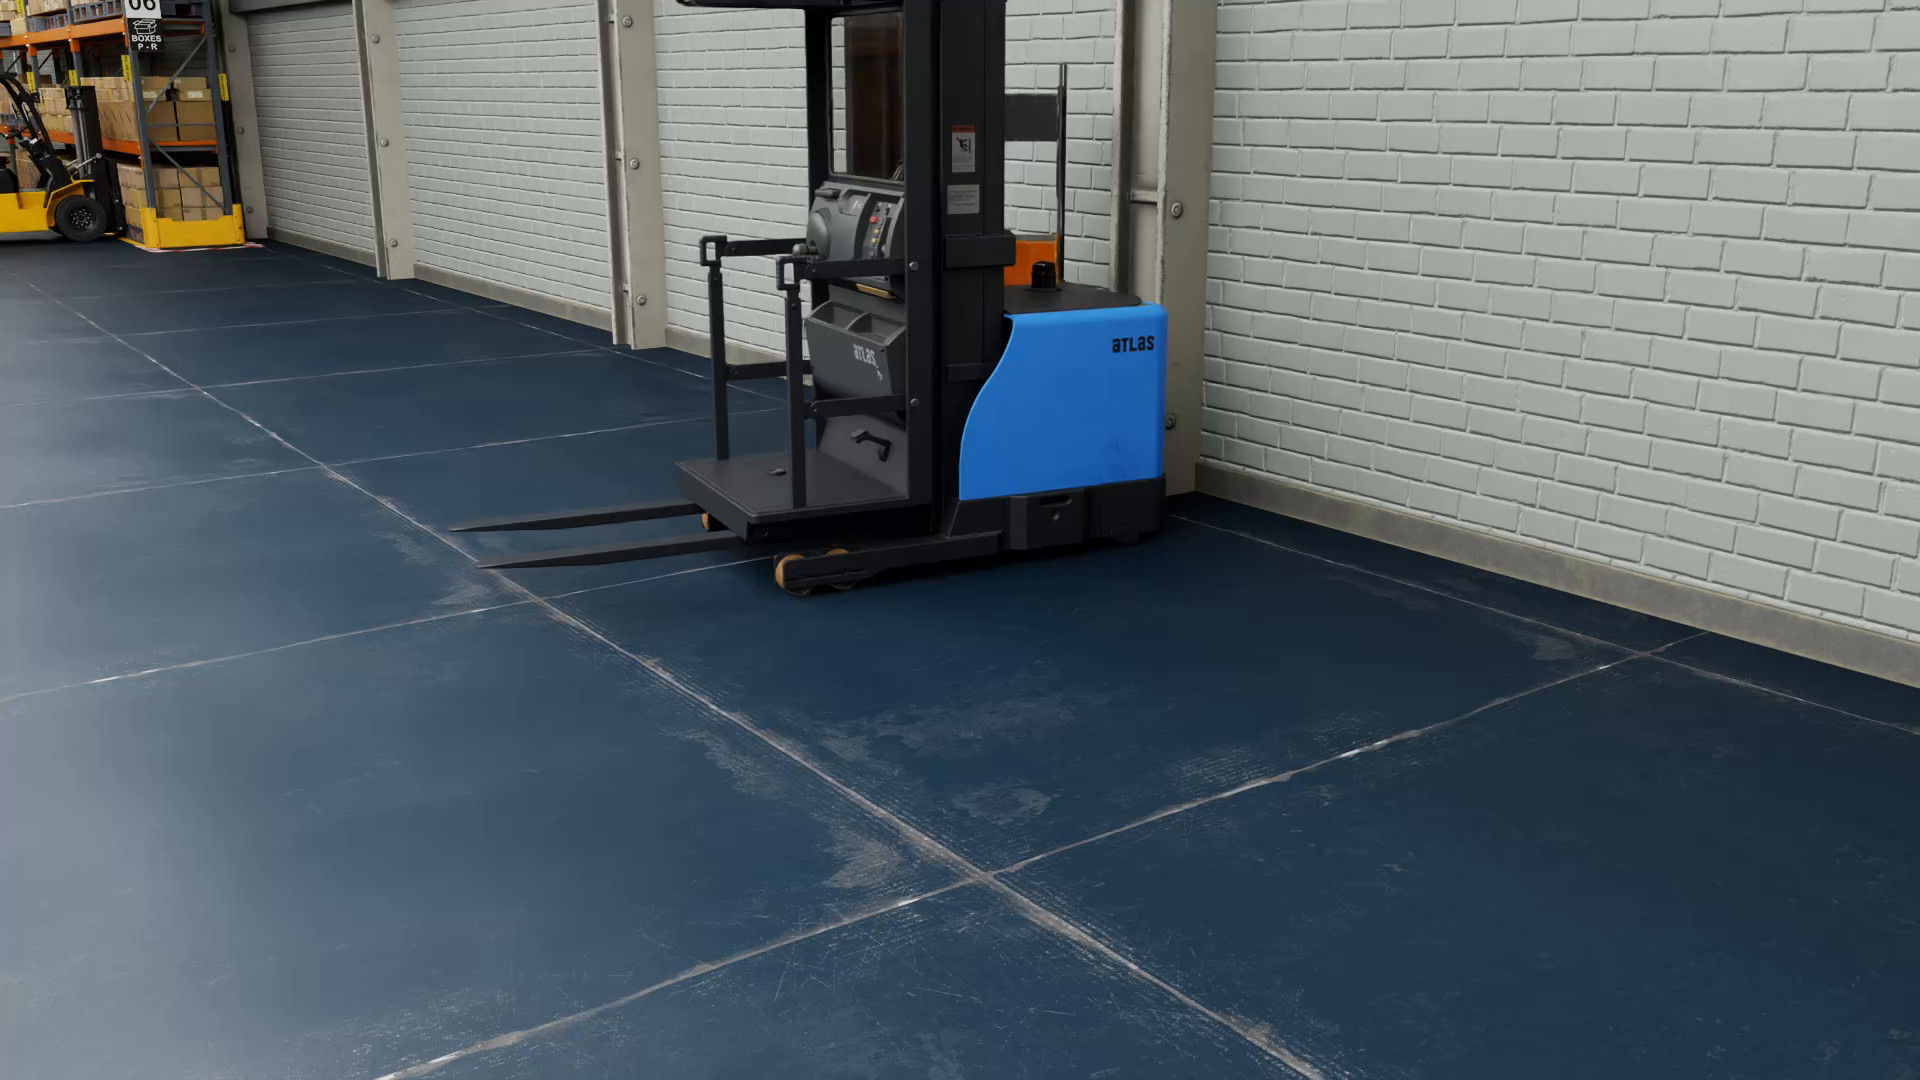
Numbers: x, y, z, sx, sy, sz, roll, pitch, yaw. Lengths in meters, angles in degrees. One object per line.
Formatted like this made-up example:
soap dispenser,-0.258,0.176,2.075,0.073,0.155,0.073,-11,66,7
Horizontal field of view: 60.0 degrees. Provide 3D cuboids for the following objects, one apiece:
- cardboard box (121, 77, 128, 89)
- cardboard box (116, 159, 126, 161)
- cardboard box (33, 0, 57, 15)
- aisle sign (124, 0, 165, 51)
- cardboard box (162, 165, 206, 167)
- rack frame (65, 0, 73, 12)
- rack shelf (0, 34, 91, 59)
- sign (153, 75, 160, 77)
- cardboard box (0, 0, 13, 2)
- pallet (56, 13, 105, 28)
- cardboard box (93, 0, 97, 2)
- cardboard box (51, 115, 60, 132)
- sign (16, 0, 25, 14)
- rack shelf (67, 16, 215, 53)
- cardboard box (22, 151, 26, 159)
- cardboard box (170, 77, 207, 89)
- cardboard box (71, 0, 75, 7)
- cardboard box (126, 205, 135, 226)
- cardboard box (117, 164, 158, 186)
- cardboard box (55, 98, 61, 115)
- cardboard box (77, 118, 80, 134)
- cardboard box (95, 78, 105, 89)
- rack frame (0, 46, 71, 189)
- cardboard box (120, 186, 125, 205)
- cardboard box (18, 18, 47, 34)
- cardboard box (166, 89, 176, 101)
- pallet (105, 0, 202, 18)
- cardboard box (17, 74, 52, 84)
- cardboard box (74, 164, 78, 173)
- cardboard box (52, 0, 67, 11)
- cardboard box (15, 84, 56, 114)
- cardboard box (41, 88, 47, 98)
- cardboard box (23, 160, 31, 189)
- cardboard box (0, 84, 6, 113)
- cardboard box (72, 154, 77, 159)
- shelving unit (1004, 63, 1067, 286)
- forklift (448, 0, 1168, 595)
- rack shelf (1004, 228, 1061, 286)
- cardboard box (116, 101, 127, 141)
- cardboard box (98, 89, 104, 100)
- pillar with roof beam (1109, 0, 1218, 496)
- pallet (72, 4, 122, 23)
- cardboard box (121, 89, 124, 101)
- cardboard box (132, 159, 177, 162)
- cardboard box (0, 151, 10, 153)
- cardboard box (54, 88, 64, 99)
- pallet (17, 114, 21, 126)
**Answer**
cardboard box,-10.645,-5.925,21.560,0.380,0.149,0.250,-10,18,-33
cardboard box,-12.239,-5.338,23.916,0.500,0.250,0.500,-11,19,-35
cardboard box,-14.015,-8.446,25.898,0.700,0.500,0.500,-11,19,-36
aisle sign,-10.117,-6.471,20.614,0.394,0.787,0.004,-11,19,-35
cardboard box,-10.344,-4.874,22.220,0.500,0.250,0.500,-11,19,-34
rack frame,-12.269,-9.025,23.504,1.000,3.000,0.127,-11,19,-35
rack shelf,-15.797,-8.512,28.676,1.077,0.370,4.000,-11,19,-35
sign,-11.821,-6.673,24.487,0.100,0.325,0.005,-11,19,-35
cardboard box,-17.079,-9.641,29.579,0.396,0.266,0.258,-11,19,-35
pallet,-12.799,-7.672,24.606,0.805,0.209,1.217,-12,19,-37
cardboard box,-11.209,-7.446,22.238,0.797,0.503,0.637,-10,18,-33
cardboard box,-13.958,-6.563,26.158,0.500,0.250,0.500,-12,19,-36
sign,-15.061,-8.598,26.646,0.100,0.325,0.005,-11,19,-35
rack shelf,-11.094,-6.804,22.434,1.077,0.370,4.000,-11,19,-35
cardboard box,-16.752,-6.984,30.123,0.380,0.149,0.250,-11,19,-36
cardboard box,-9.942,-5.887,21.420,0.380,0.149,0.250,-11,19,-36
cardboard box,-12.251,-7.565,23.342,0.380,0.149,0.250,-10,18,-33
cardboard box,-10.734,-4.312,22.063,0.500,0.250,0.500,-11,19,-35
cardboard box,-11.050,-4.900,22.316,0.500,0.250,0.500,-11,19,-34
cardboard box,-13.651,-6.695,25.691,0.500,0.250,0.500,-11,19,-34
cardboard box,-12.777,-6.126,24.560,0.500,0.250,0.500,-10,18,-33
cardboard box,-11.695,-6.305,22.947,0.380,0.149,0.250,-11,19,-35
rack frame,-16.973,-7.840,30.537,1.000,3.000,0.127,-11,19,-35
cardboard box,-11.063,-4.666,22.407,0.500,0.250,0.500,-11,19,-36
cardboard box,-15.120,-8.432,27.303,0.500,0.250,0.500,-12,19,-36
cardboard box,-10.104,-5.794,21.644,0.380,0.149,0.250,-11,19,-35
pallet,-10.312,-6.836,21.357,1.003,0.211,1.213,-11,19,-35
cardboard box,-17.634,-8.632,31.731,0.500,0.500,0.500,-11,19,-36
cardboard box,-13.035,-5.465,25.564,0.875,0.625,0.625,-11,19,-35
cardboard box,-13.162,-7.895,24.550,0.380,0.149,0.250,-11,19,-35
cardboard box,-15.731,-7.558,28.516,0.797,0.503,0.637,-11,19,-36
cardboard box,-14.514,-7.176,26.694,0.380,0.149,0.250,-10,18,-33
cardboard box,-16.260,-6.479,29.505,0.500,0.500,0.500,-12,19,-36
cardboard box,-16.870,-7.952,29.964,0.700,0.500,0.500,-10,18,-33
cardboard box,-15.021,-6.556,28.560,0.380,0.149,0.250,-11,19,-34
shelving unit,0.262,-1.316,8.406,0.503,2.100,0.431,2,15,7
forklift,-0.628,-1.347,6.946,3.031,2.935,1.130,-7,17,-25
rack shelf,0.262,-1.303,8.410,0.480,0.518,0.431,2,15,7
cardboard box,-10.717,-5.502,21.807,0.500,0.500,0.500,-10,18,-33
cardboard box,-11.566,-6.106,22.784,0.380,0.149,0.250,-12,19,-36
pillar with roof beam,-2.497,-3.947,4.952,9.100,9.000,0.400,-11,19,-35
pallet,-11.747,-7.357,23.260,1.003,0.211,1.213,-11,19,-35
cardboard box,-10.762,-5.838,21.807,0.380,0.149,0.250,-11,19,-35
cardboard box,-11.514,-5.309,23.810,0.500,0.250,0.500,-11,19,-35
cardboard box,-19.042,-7.547,33.401,0.797,0.503,0.637,-12,19,-37
cardboard box,-13.644,-6.844,25.480,0.380,0.149,0.250,-11,19,-36
pallet,-15.769,-7.307,28.956,1.003,0.211,1.213,-11,19,-35
